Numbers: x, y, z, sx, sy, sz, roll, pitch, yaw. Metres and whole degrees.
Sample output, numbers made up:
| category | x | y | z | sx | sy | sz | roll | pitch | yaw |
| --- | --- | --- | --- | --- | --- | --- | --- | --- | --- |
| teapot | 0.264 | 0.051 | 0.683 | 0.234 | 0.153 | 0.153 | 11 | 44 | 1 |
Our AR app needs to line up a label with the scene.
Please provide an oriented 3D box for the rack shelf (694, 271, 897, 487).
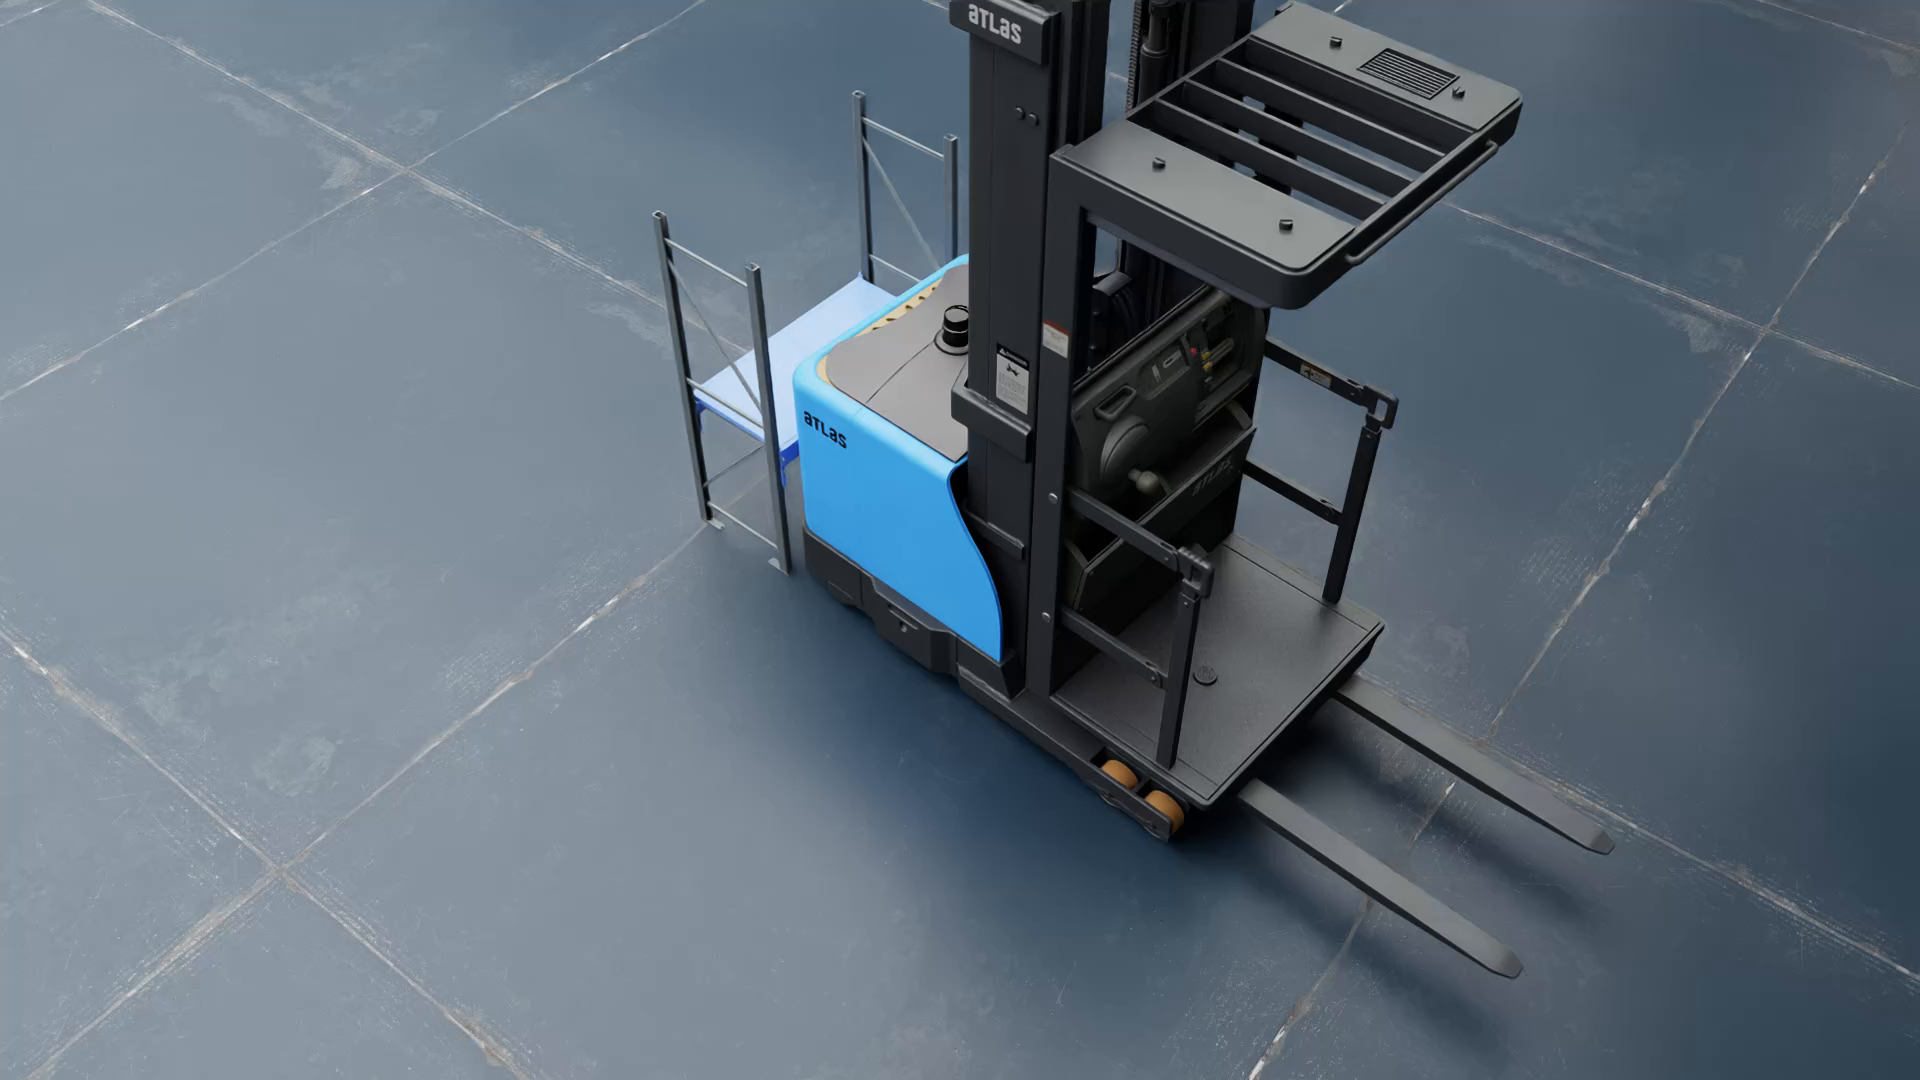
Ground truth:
| category | x | y | z | sx | sy | sz | roll | pitch | yaw |
| --- | --- | --- | --- | --- | --- | --- | --- | --- | --- |
| rack shelf | -0.538 | -0.657 | 6.589 | 0.538 | 0.185 | 1.000 | 32 | 54 | 27 |

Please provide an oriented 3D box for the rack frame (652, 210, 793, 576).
| category | x | y | z | sx | sy | sz | roll | pitch | yaw |
| --- | --- | --- | --- | --- | --- | --- | --- | --- | --- |
| rack frame | -0.867 | -0.501 | 6.191 | 0.500 | 1.500 | 0.032 | 32 | 54 | 27 |

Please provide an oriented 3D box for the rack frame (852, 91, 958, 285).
| category | x | y | z | sx | sy | sz | roll | pitch | yaw |
| --- | --- | --- | --- | --- | --- | --- | --- | --- | --- |
| rack frame | -0.209 | -1.061 | 6.727 | 0.500 | 1.500 | 0.032 | 32 | 54 | 27 |

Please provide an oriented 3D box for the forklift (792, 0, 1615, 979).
| category | x | y | z | sx | sy | sz | roll | pitch | yaw |
| --- | --- | --- | --- | --- | --- | --- | --- | --- | --- |
| forklift | 0.820 | -0.415 | 5.119 | 3.031 | 2.935 | 1.130 | 33 | 55 | 28 |

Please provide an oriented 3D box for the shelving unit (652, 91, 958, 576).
| category | x | y | z | sx | sy | sz | roll | pitch | yaw |
| --- | --- | --- | --- | --- | --- | --- | --- | --- | --- |
| shelving unit | -0.538 | -0.781 | 6.459 | 0.538 | 1.500 | 1.048 | 32 | 54 | 27 |
